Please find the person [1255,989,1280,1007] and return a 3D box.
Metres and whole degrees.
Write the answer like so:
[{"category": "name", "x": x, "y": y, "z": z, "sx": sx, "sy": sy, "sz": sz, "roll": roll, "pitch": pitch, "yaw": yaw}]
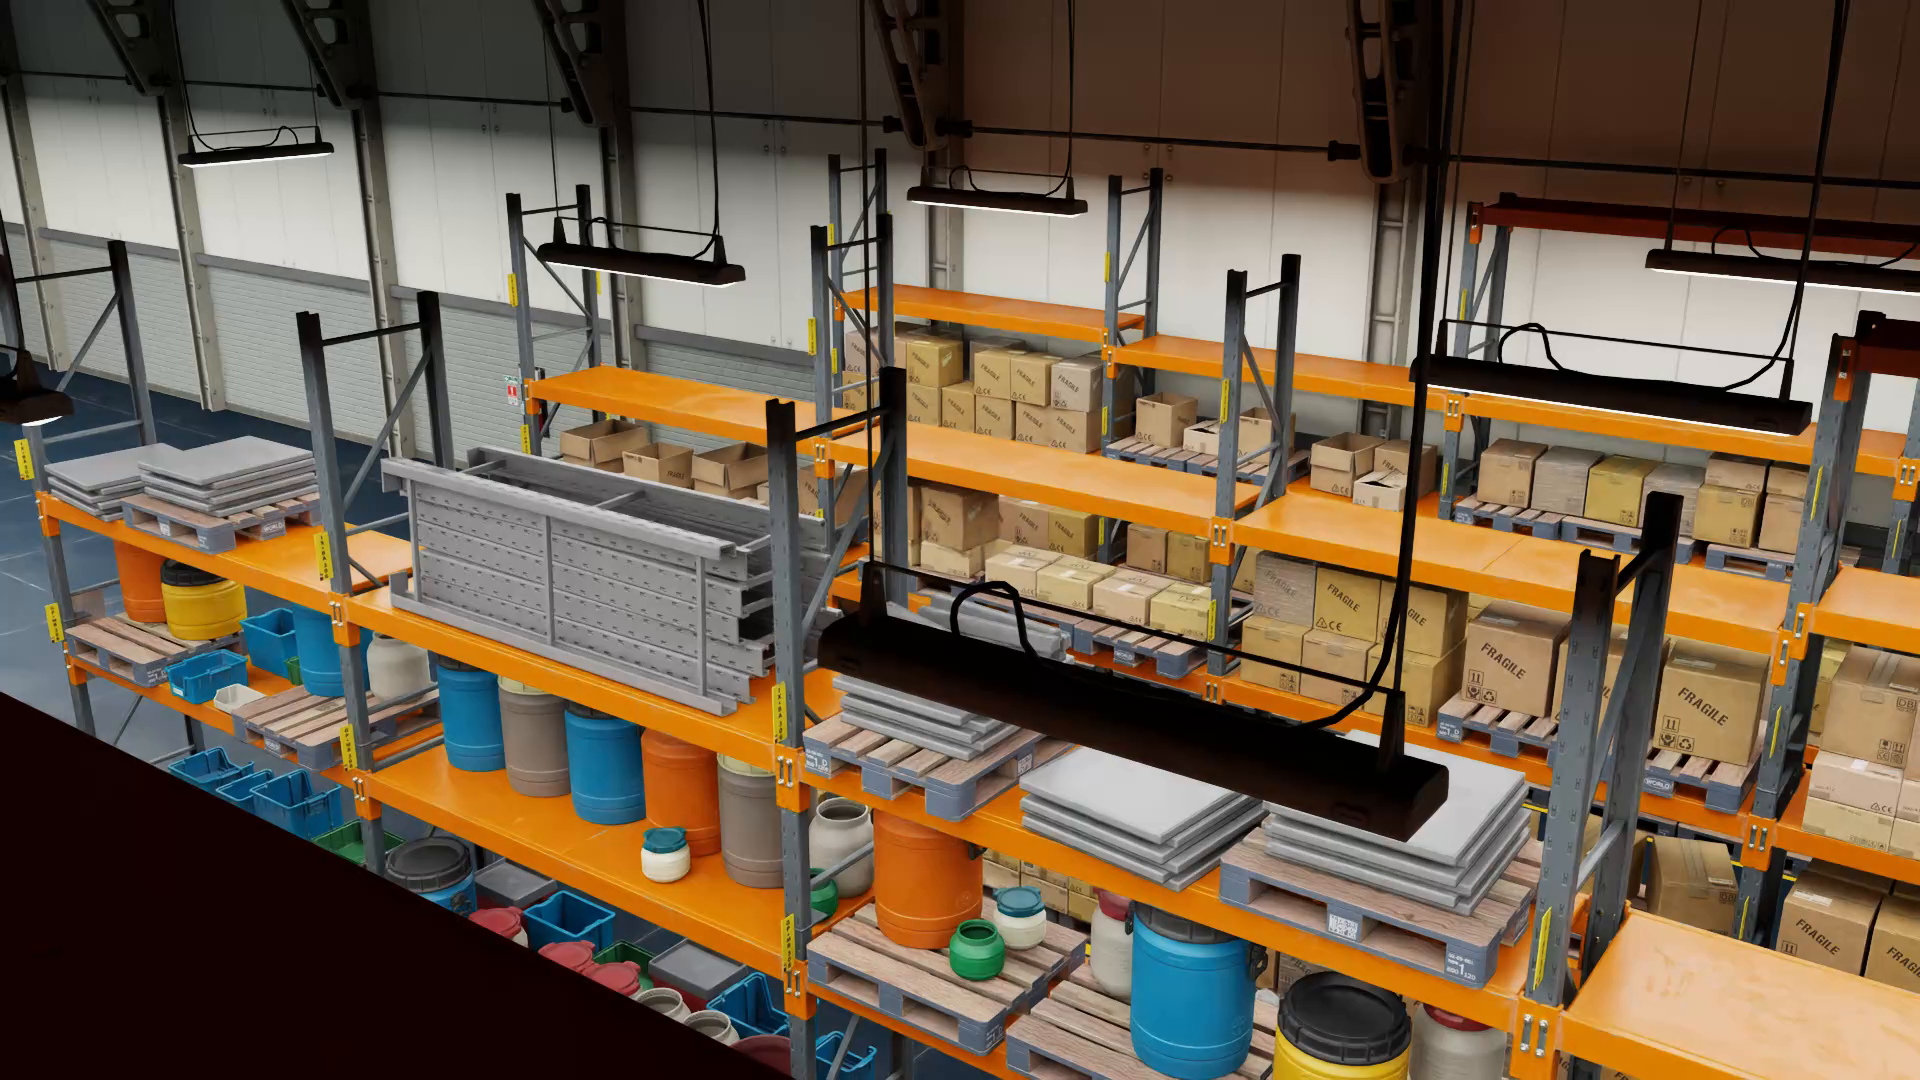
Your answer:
[{"category": "person", "x": 2.069, "y": 3.758, "z": 11.290, "sx": 1.043, "sy": 1.603, "sz": 0.511, "roll": 13, "pitch": 22, "yaw": 34}]
